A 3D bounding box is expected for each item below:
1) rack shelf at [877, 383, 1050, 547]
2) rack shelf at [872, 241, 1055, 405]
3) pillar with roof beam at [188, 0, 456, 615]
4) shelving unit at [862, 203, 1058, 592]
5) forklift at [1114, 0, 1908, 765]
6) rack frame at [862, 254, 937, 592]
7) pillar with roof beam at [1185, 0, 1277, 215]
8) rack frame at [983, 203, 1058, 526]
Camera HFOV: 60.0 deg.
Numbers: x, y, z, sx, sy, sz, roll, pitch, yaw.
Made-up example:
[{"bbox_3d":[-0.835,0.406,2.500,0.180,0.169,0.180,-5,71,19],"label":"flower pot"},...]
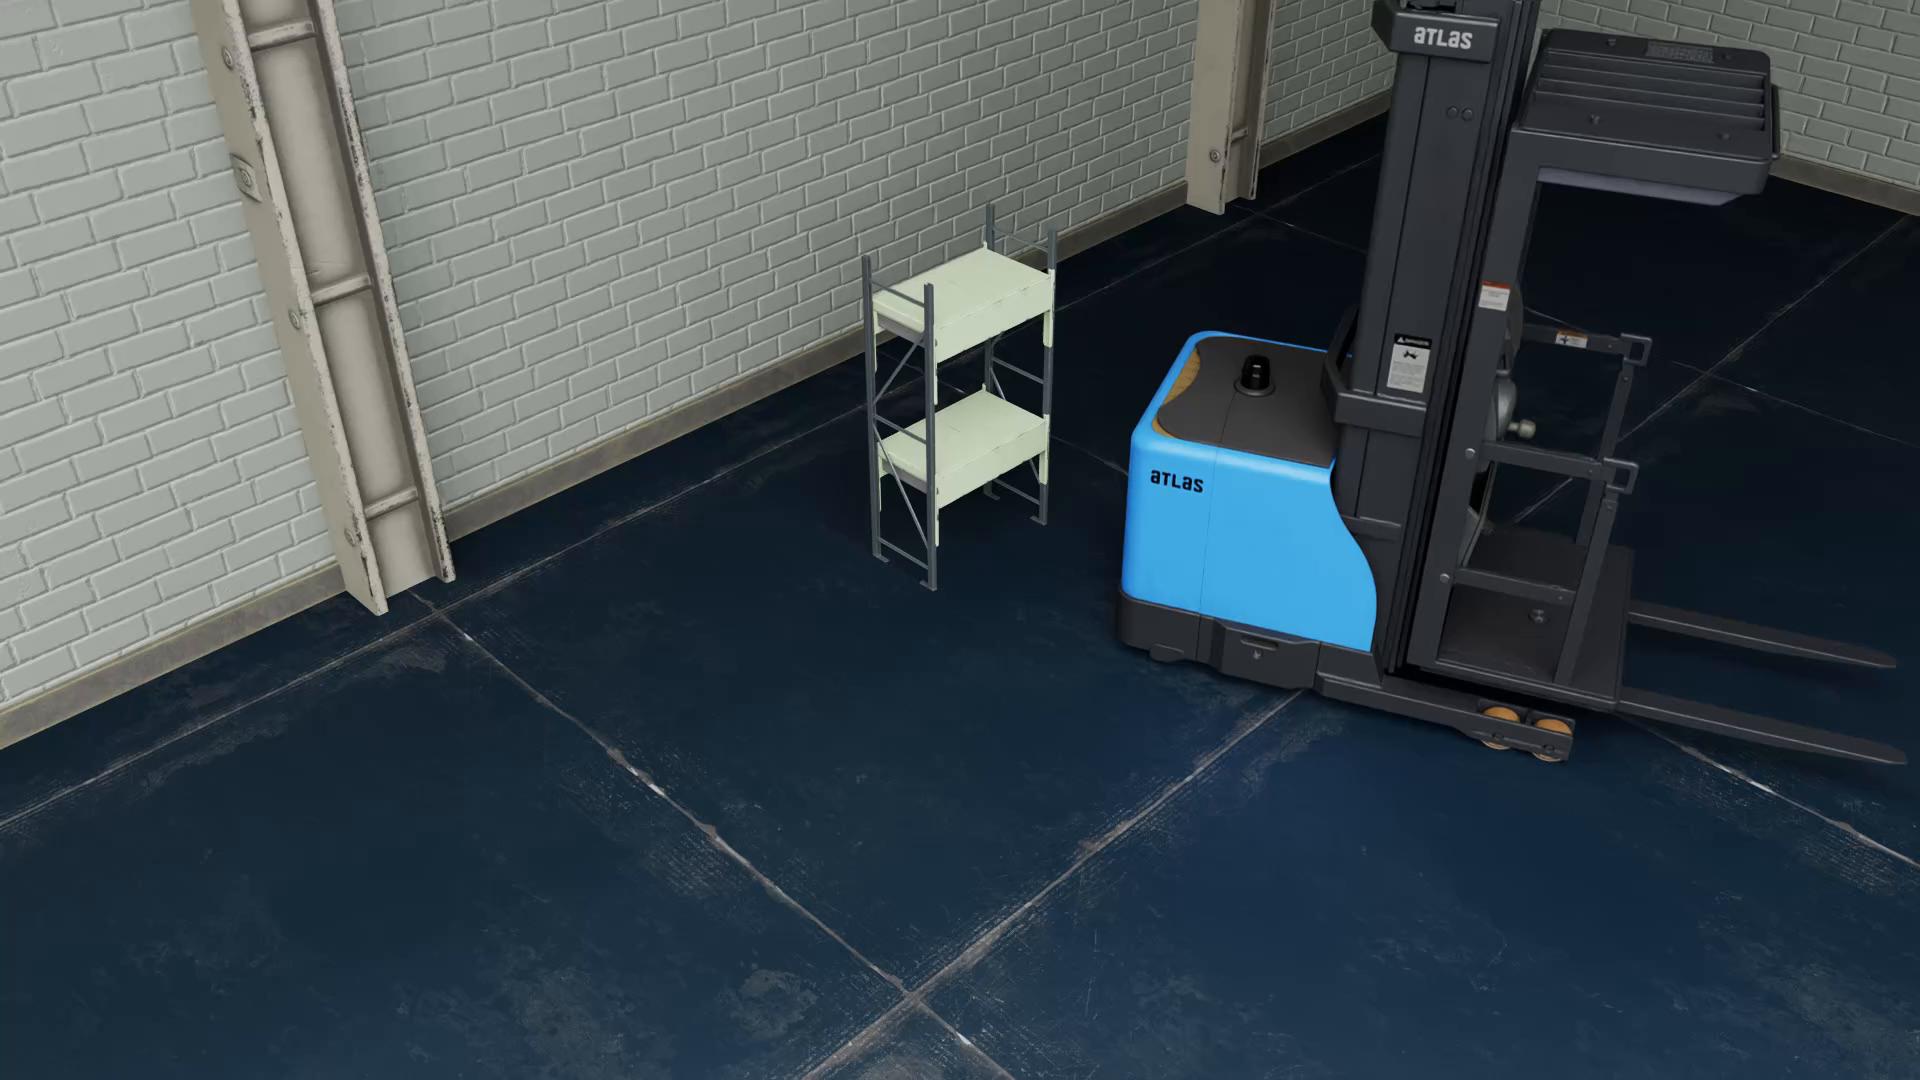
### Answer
[{"bbox_3d":[0.005,-0.350,7.511,0.431,0.370,0.720,30,45,35],"label":"rack shelf"},{"bbox_3d":[0.005,-0.938,7.102,0.431,0.370,0.720,30,45,35],"label":"rack shelf"},{"bbox_3d":[0.538,-1.765,2.415,9.100,9.000,0.400,30,45,35],"label":"pillar with roof beam"},{"bbox_3d":[0.005,-0.618,7.325,0.431,1.500,0.755,30,45,35],"label":"shelving unit"},{"bbox_3d":[2.227,-0.681,6.165,3.031,2.935,1.130,13,37,17],"label":"forklift"},{"bbox_3d":[-0.253,-0.469,7.112,0.400,1.500,0.023,30,45,35],"label":"rack frame"},{"bbox_3d":[4.765,-4.201,5.907,9.100,9.000,0.400,30,45,35],"label":"pillar with roof beam"},{"bbox_3d":[0.263,-0.766,7.538,0.400,1.500,0.023,30,45,35],"label":"rack frame"}]
